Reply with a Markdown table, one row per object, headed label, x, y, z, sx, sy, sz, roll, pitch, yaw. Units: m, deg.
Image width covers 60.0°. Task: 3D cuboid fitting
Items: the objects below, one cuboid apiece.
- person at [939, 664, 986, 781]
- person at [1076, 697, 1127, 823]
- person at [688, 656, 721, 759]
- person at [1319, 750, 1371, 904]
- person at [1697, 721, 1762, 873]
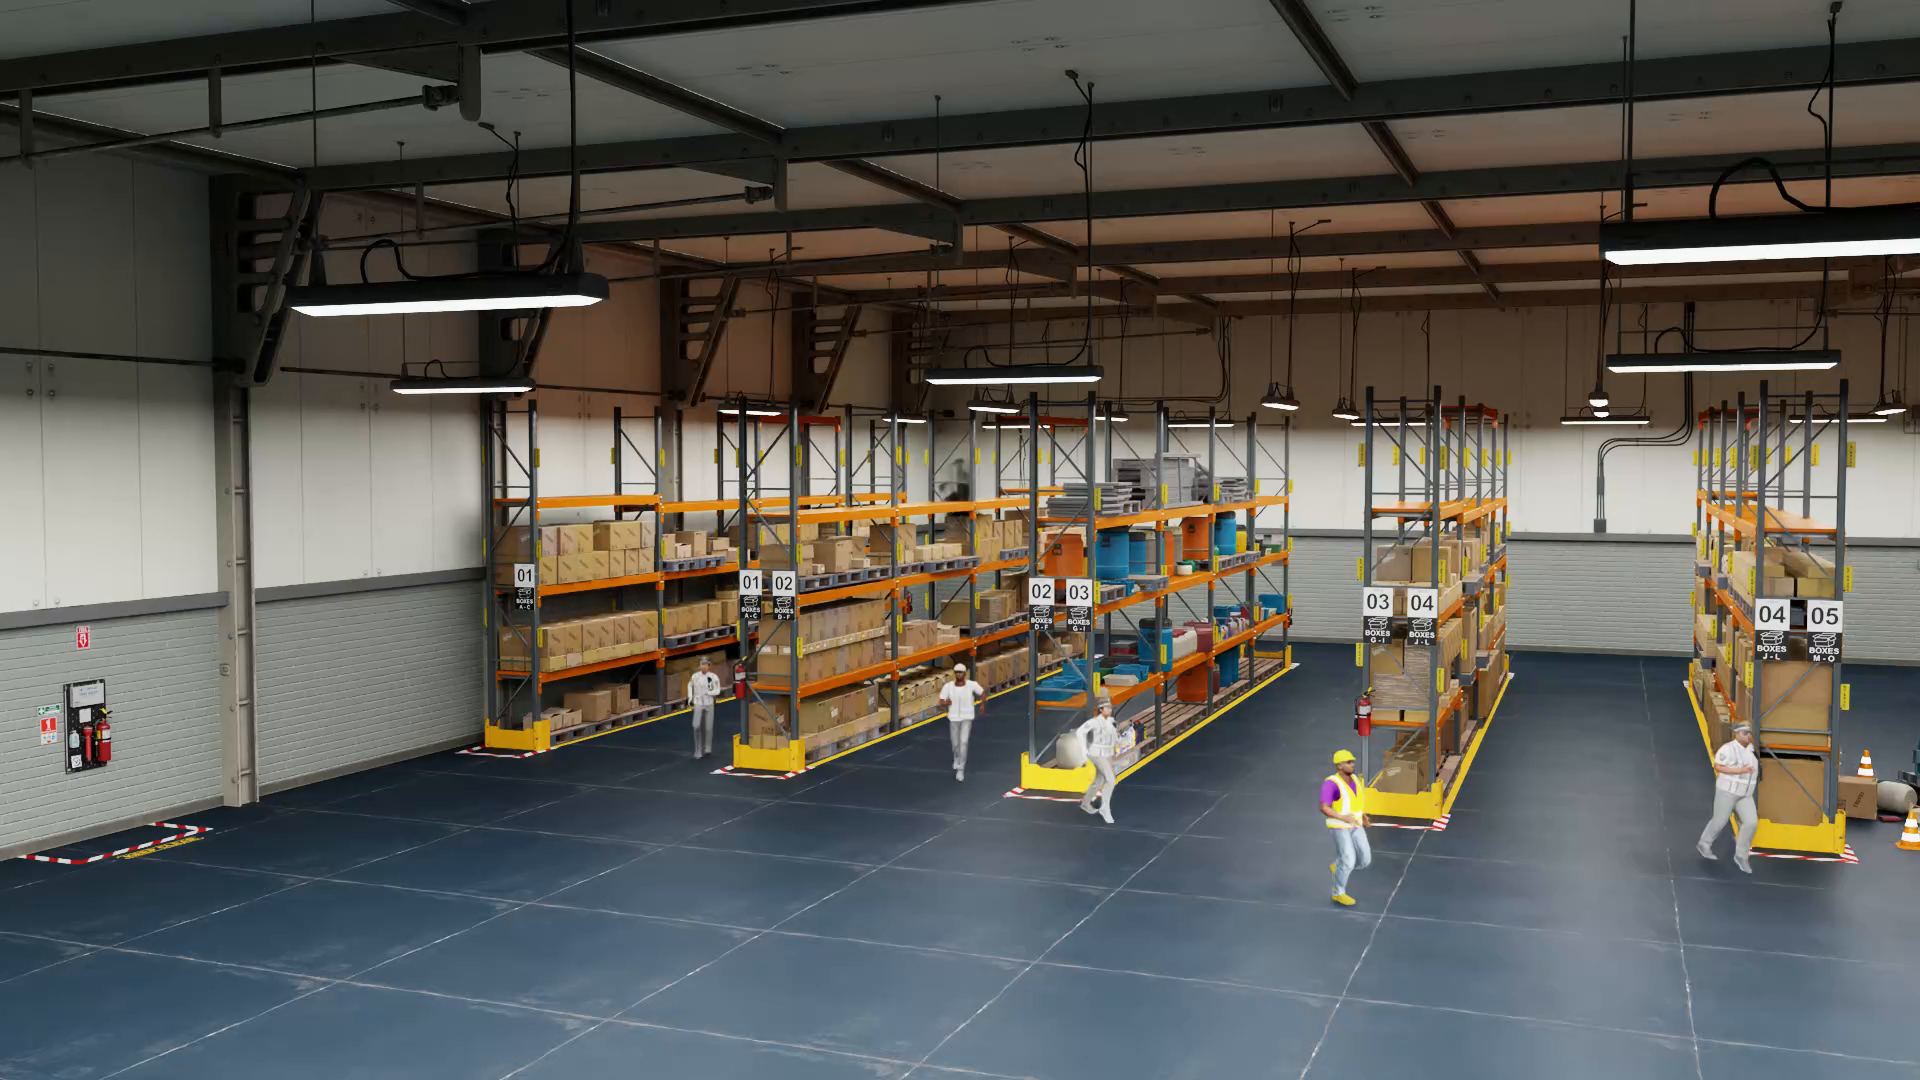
| label | x | y | z | sx | sy | sz | roll | pitch | yaw |
| --- | --- | --- | --- | --- | --- | --- | --- | --- | --- |
| person | 0.003 | 2.820 | 26.130 | 0.707 | 1.742 | 1.027 | 1 | 3 | 12 |
| person | 1.975 | 3.029 | 22.956 | 0.787 | 1.739 | 0.572 | 2 | 4 | 41 |
| person | -4.282 | 2.787 | 27.765 | 0.578 | 1.711 | 0.672 | 0 | 3 | -3 |
| person | 4.344 | 3.220 | 18.686 | 0.700 | 1.723 | 0.582 | -2 | 4 | -37 |
| person | 9.507 | 3.123 | 20.388 | 0.660 | 1.856 | 0.752 | -1 | 3 | -16 |
